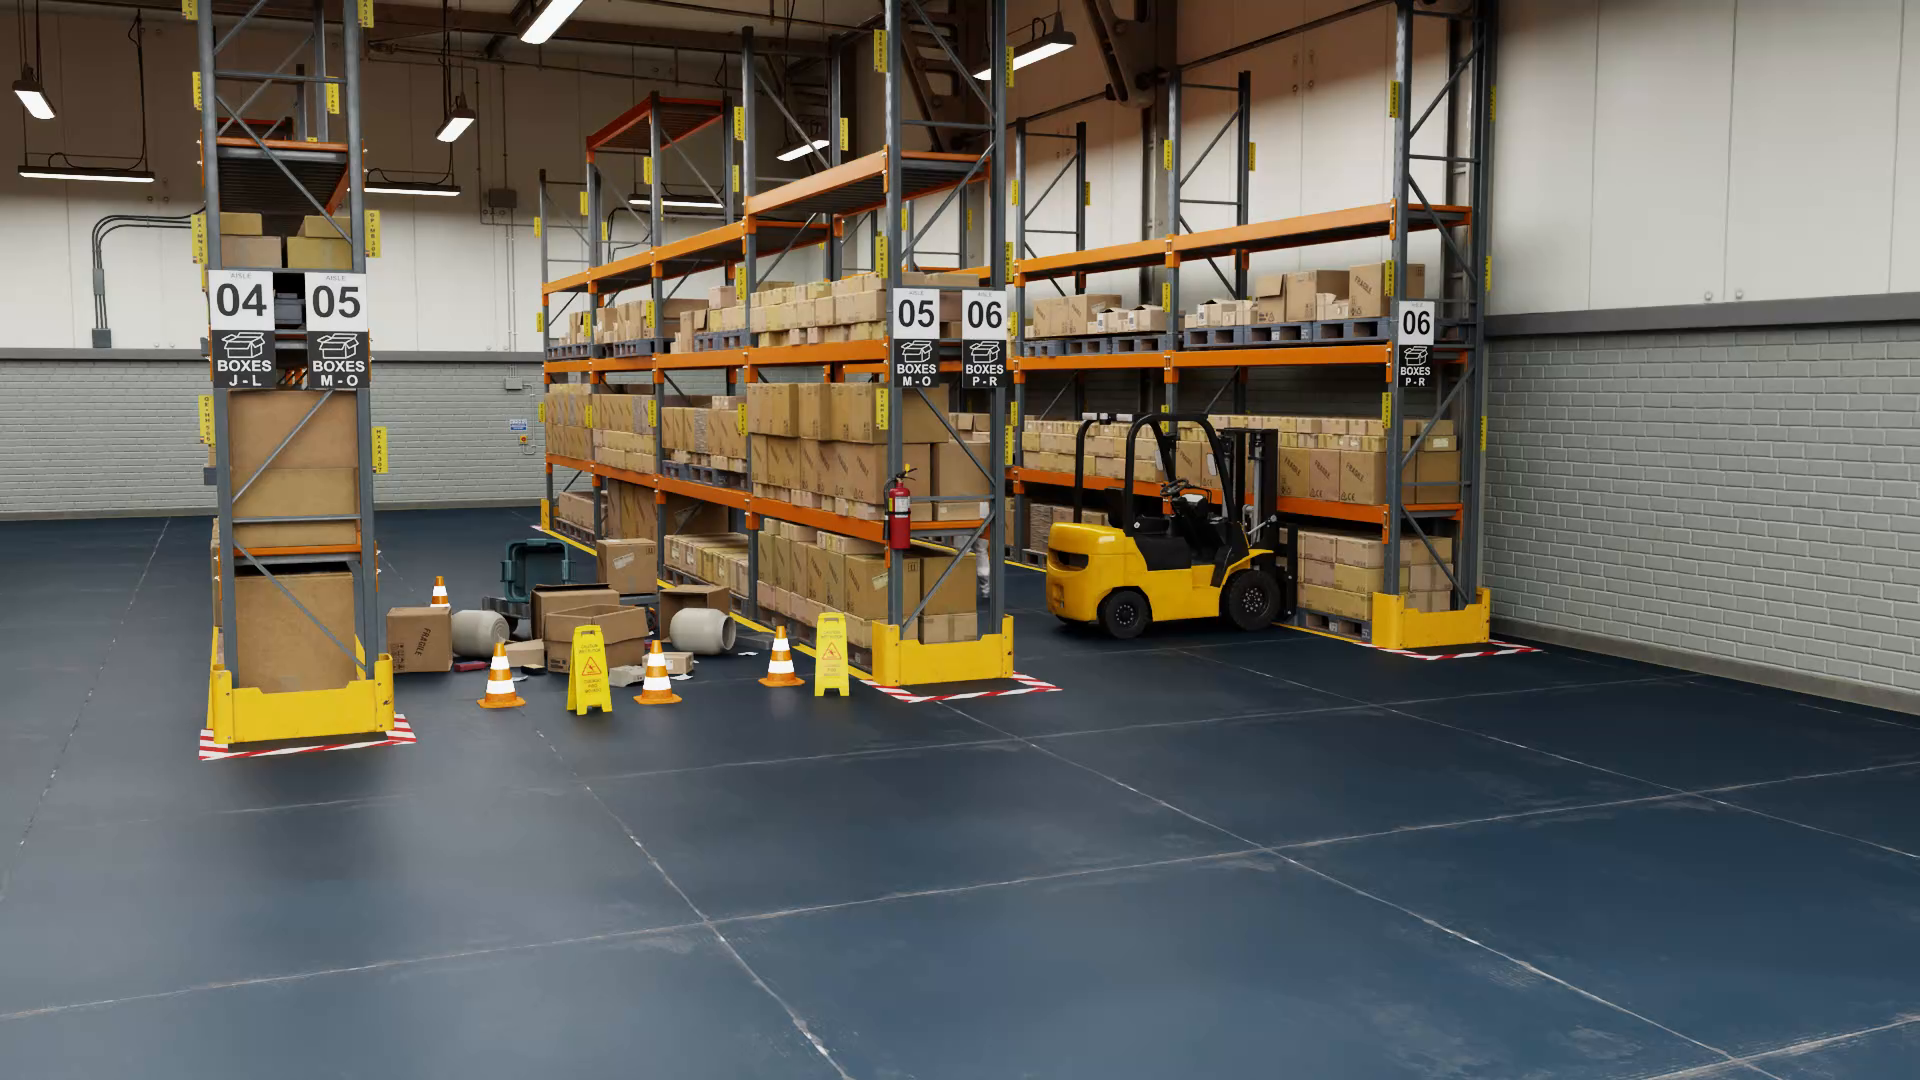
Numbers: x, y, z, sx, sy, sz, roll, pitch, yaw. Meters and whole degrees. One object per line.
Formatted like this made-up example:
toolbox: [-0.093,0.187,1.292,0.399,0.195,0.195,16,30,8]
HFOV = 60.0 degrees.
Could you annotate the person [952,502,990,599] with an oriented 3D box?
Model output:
person: [0.121,-0.214,18.921,0.525,1.795,0.334,-2,6,-23]
